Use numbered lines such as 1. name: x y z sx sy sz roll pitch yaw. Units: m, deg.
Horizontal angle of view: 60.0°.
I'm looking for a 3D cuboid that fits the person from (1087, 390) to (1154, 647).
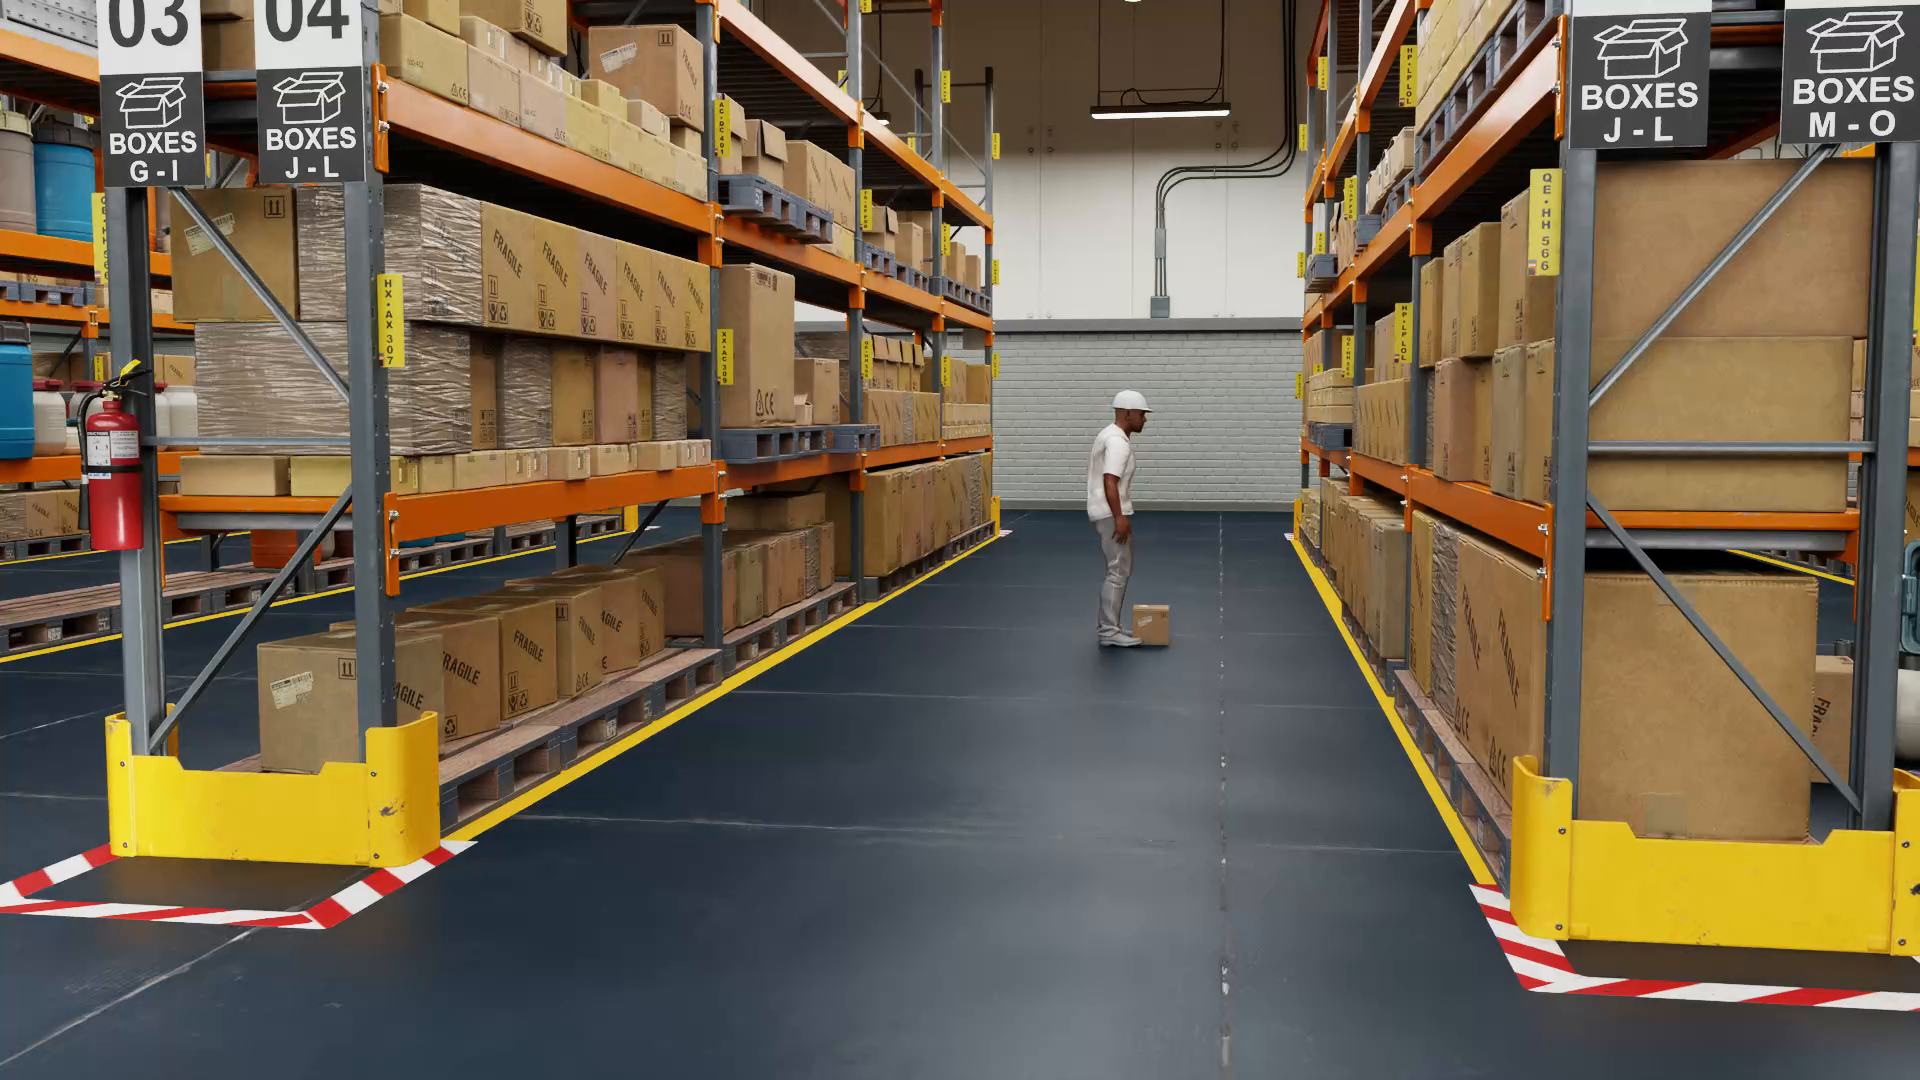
1. person: 1.113 -0.160 11.589 0.463 1.760 0.634 1 4 8
